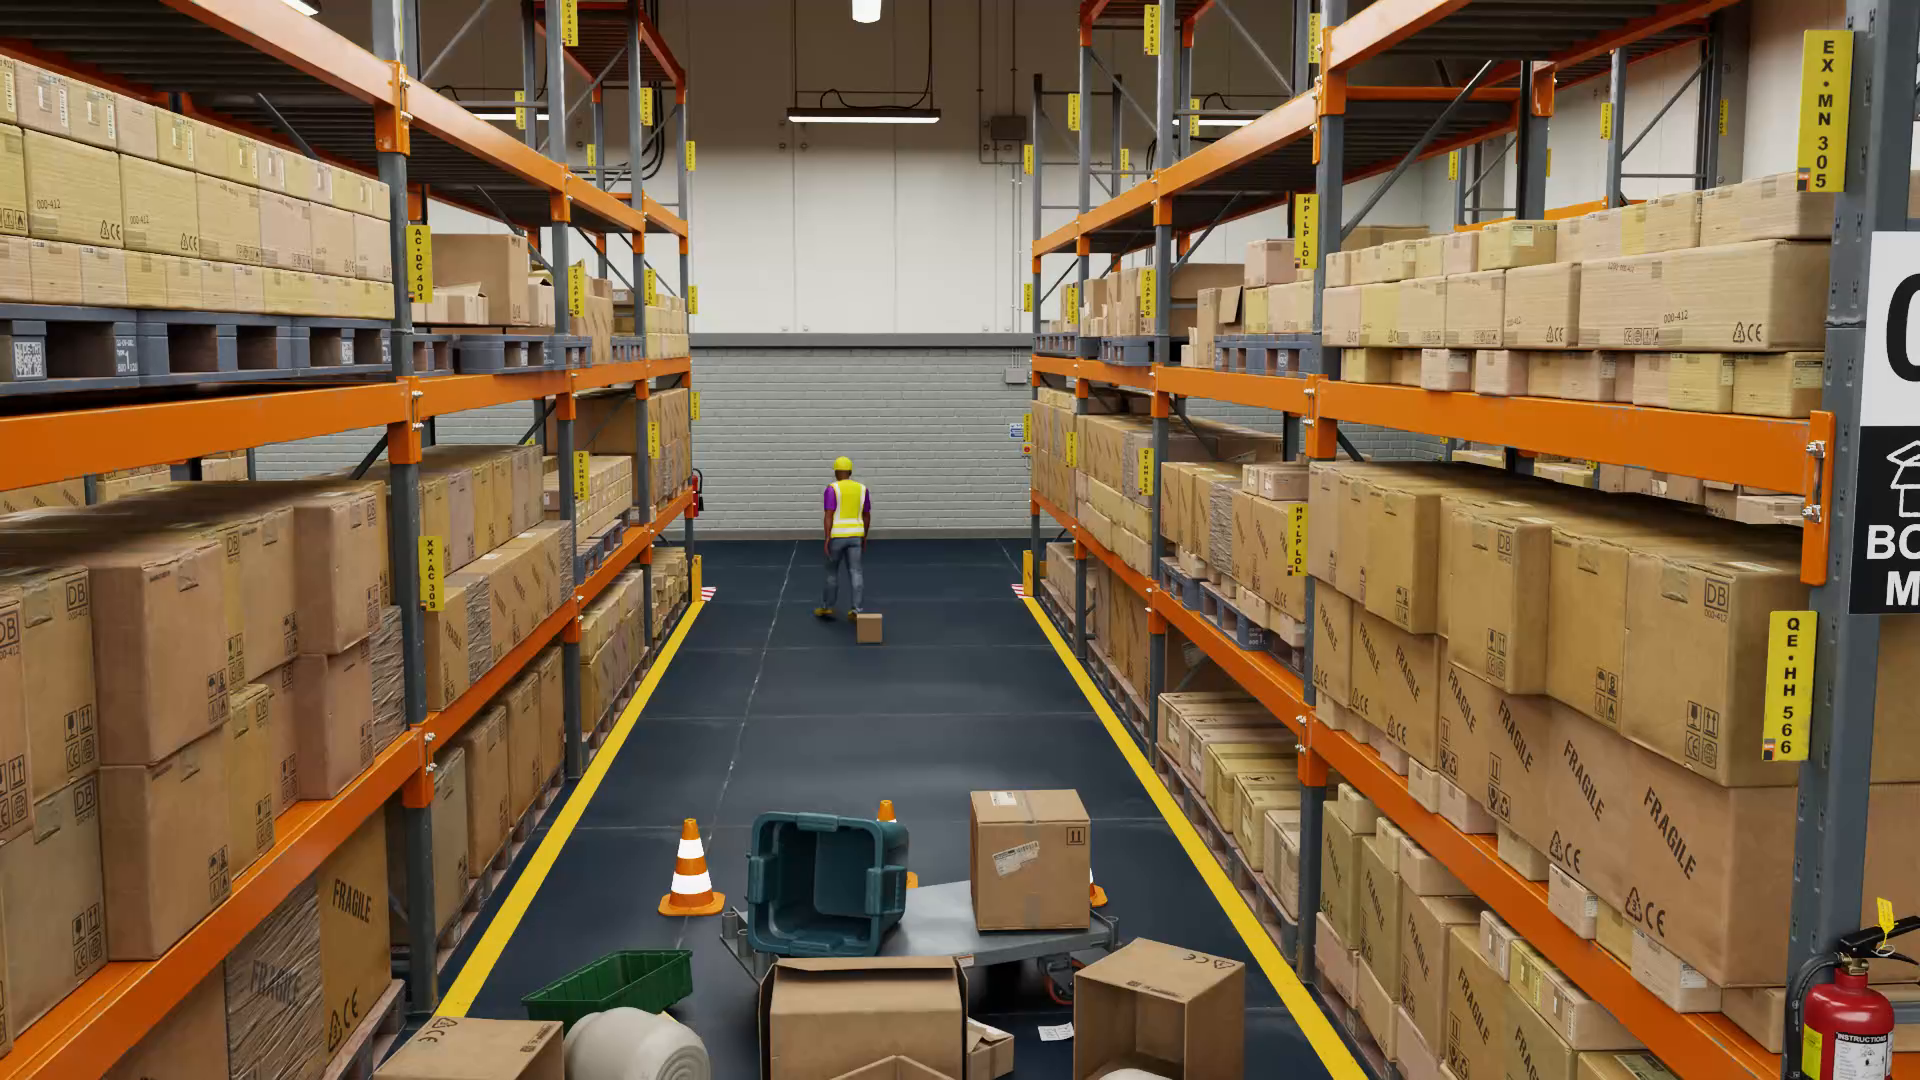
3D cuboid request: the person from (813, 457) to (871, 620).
[{"bbox_3d":[-1.240,-0.026,17.836,0.605,1.734,0.879,-3,7,-24],"label":"person"}]
